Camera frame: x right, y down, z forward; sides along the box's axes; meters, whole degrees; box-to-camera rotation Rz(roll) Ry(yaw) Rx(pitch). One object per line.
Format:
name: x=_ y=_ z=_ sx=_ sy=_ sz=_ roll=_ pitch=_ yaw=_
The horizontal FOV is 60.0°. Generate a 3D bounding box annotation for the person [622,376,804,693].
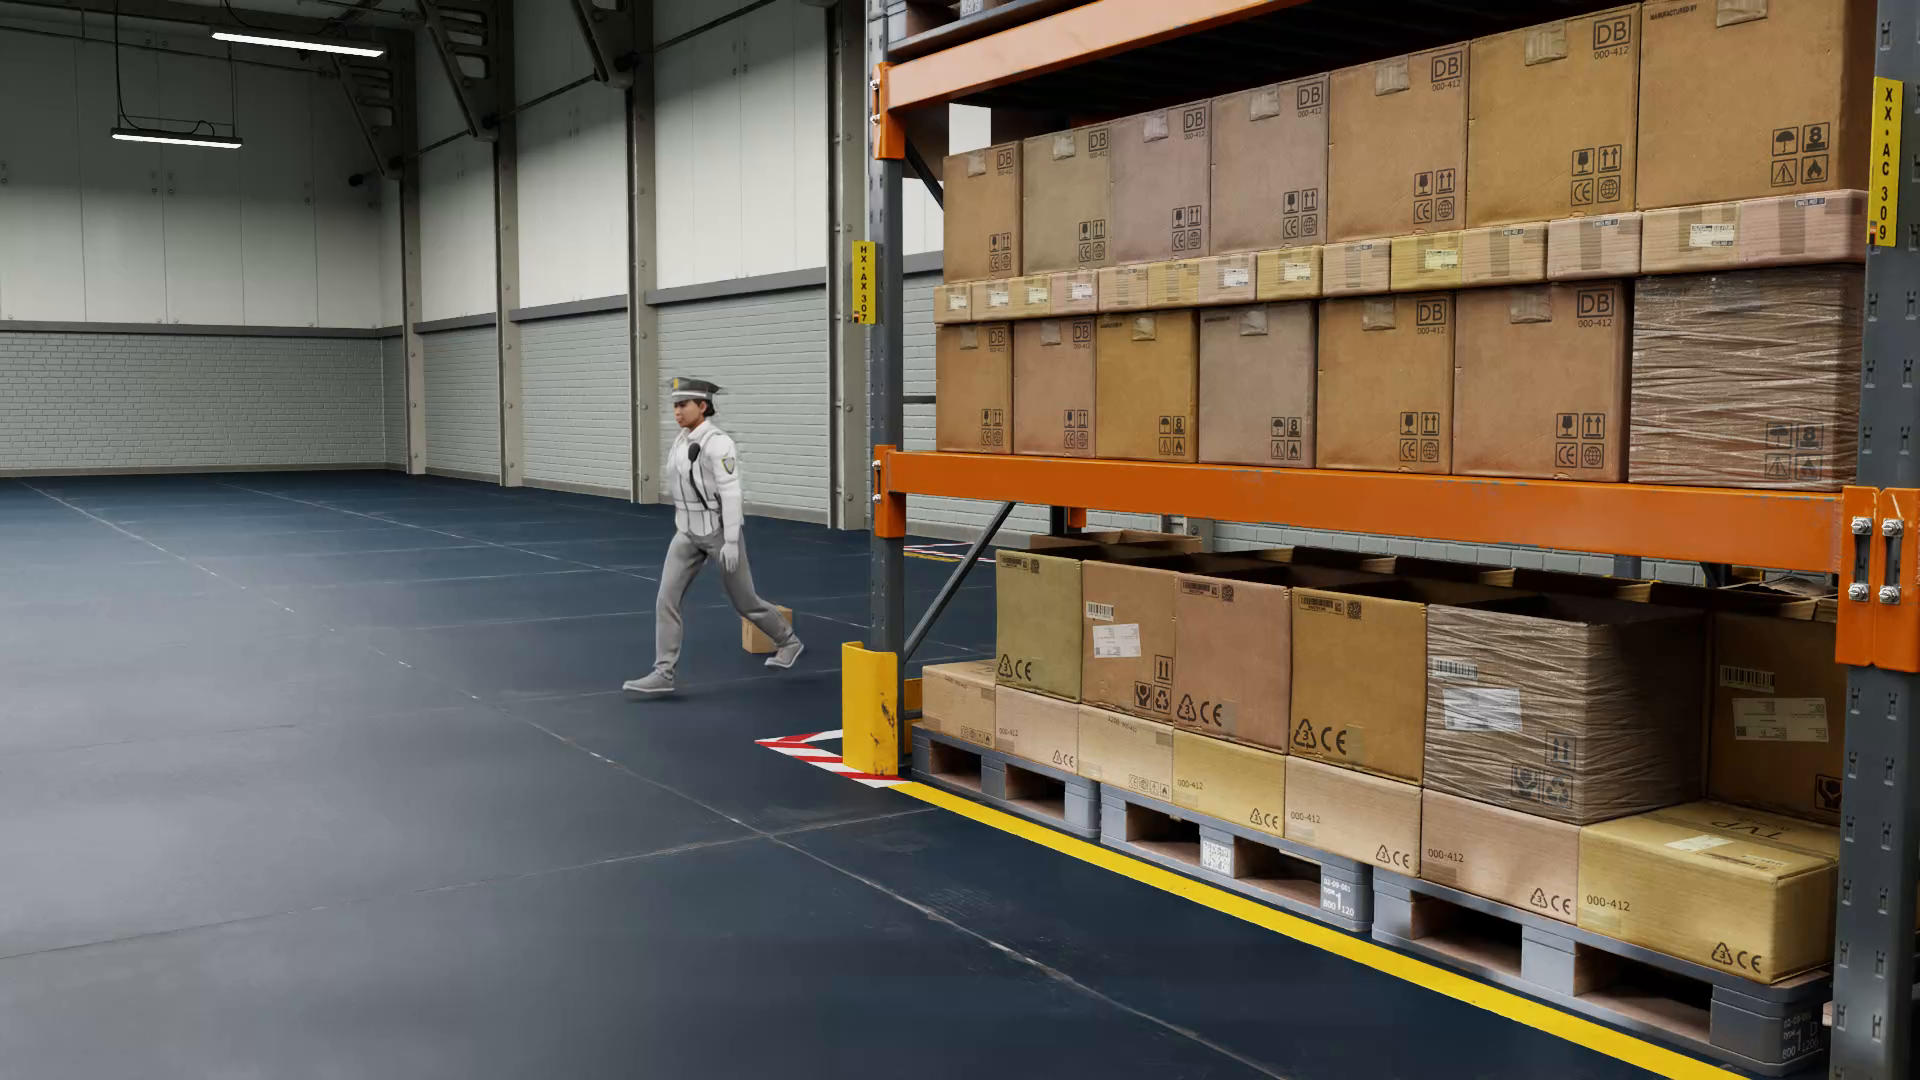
person: x=-1.252 y=-0.033 z=8.581 sx=0.487 sy=1.611 sz=1.033 roll=4 pitch=6 yaw=41
